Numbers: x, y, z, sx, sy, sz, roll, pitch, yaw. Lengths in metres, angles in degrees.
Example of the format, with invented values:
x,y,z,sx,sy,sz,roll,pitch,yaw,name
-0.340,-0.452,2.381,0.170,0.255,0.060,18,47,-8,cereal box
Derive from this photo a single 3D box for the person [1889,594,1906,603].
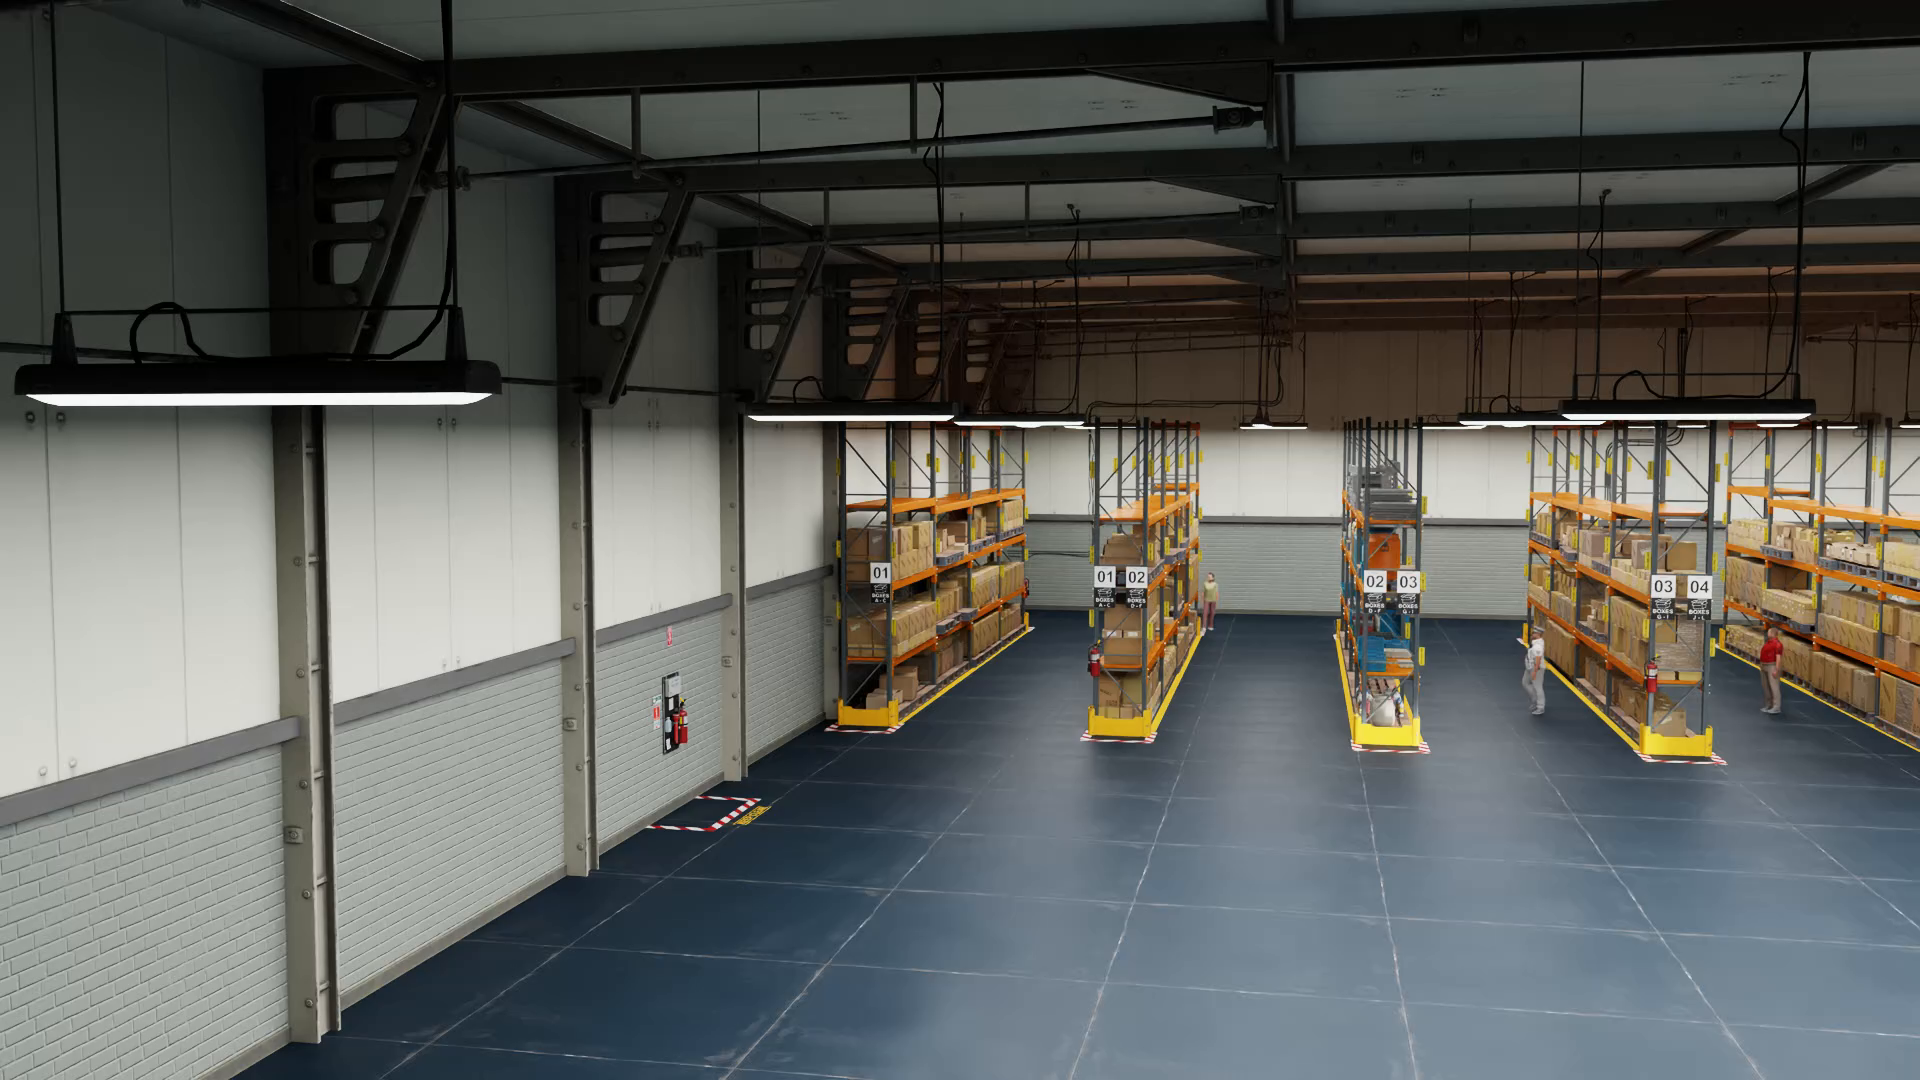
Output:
x,y,z,sx,sy,sz,roll,pitch,yaw,name
25.370,1.976,44.938,0.732,1.628,0.496,0,4,0,person

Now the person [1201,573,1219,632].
x,y,z,sx,sy,sz,roll,pitch,yaw,name
7.218,1.786,47.933,0.494,1.684,0.475,0,4,2,person

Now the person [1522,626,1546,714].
x,y,z,sx,sy,sz,roll,pitch,yaw,name
11.728,2.638,33.899,0.438,1.786,0.674,0,4,2,person

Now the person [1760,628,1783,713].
x,y,z,sx,sy,sz,roll,pitch,yaw,name
16.552,2.662,34.009,0.501,1.737,0.597,-1,4,-15,person
